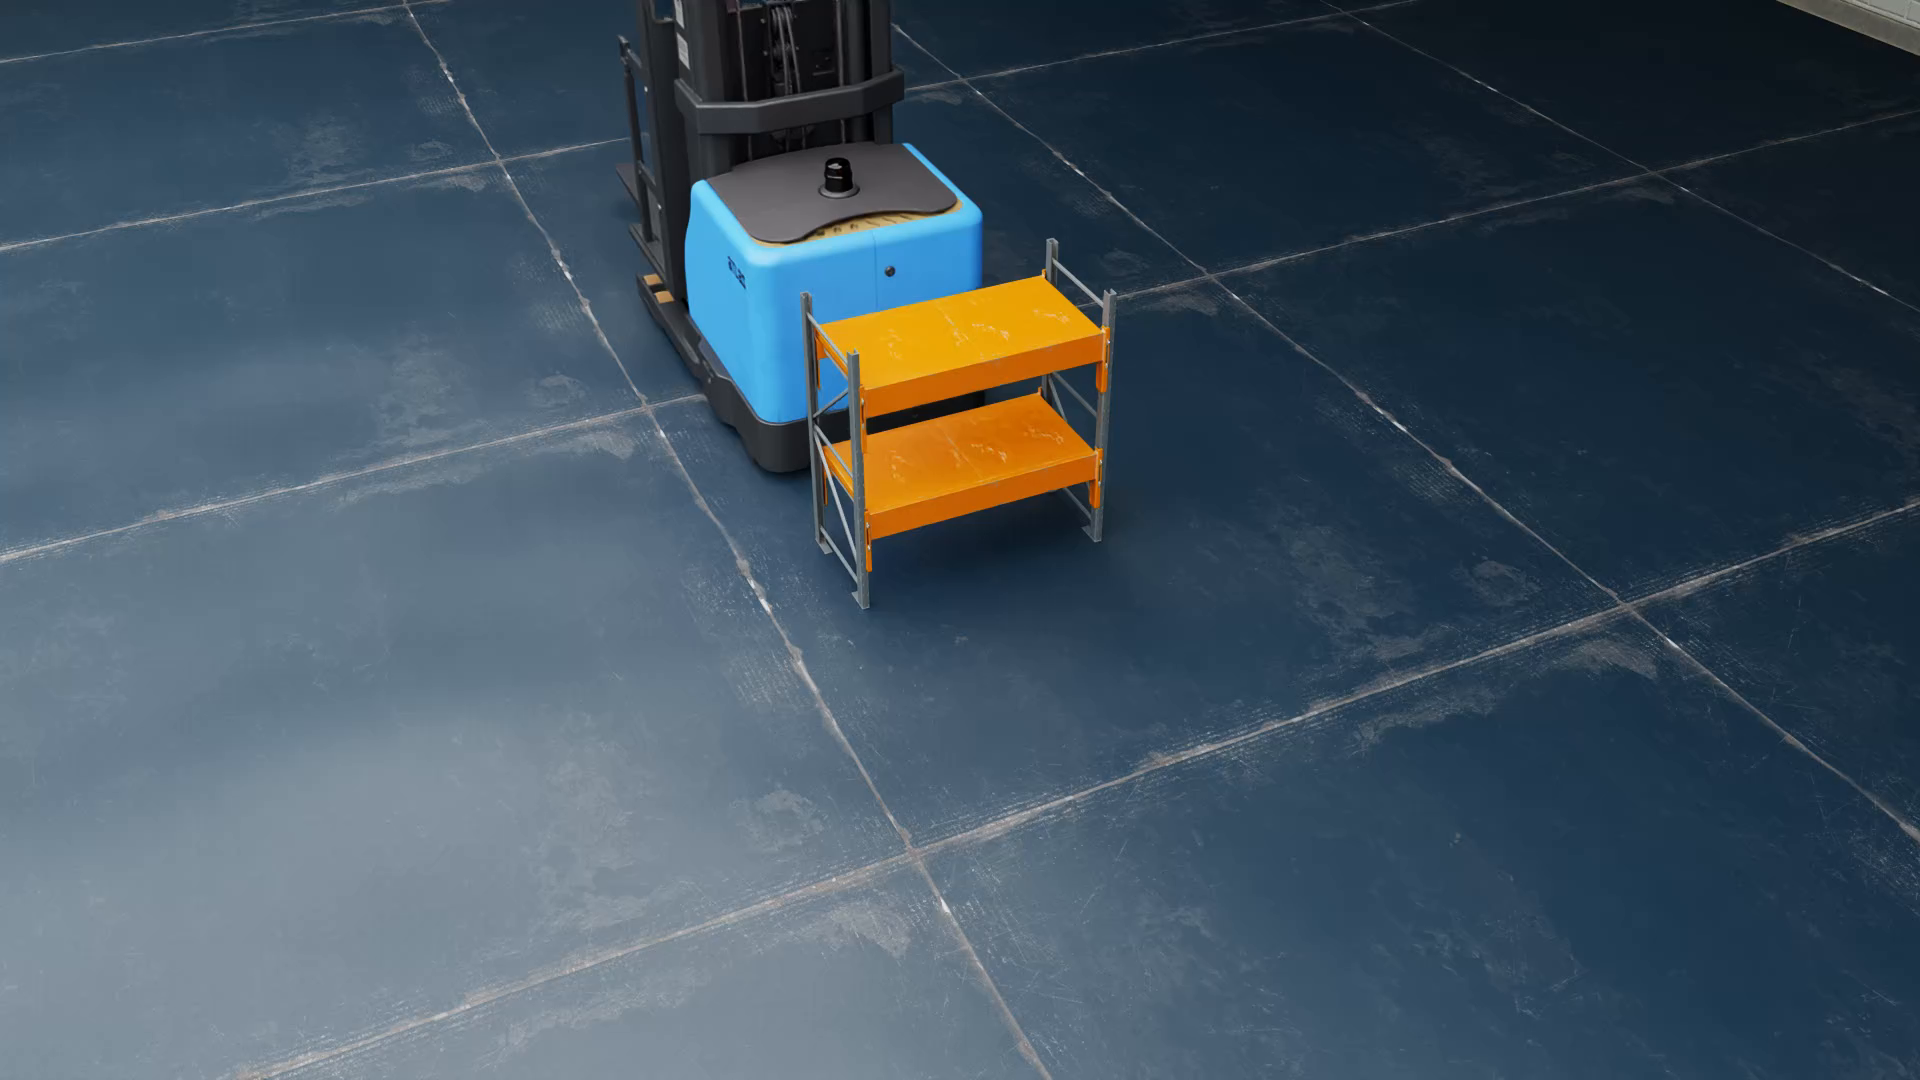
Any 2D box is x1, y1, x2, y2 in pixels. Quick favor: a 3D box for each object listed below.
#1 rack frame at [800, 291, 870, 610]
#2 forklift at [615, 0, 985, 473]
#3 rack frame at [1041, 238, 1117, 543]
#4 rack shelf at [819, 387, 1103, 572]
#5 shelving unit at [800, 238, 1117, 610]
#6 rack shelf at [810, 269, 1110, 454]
[{"bbox_3d":[-0.466,-0.321,6.239,0.032,1.125,0.500,-16,39,-20],"label":"rack frame"},{"bbox_3d":[-0.962,-2.332,7.434,1.130,2.935,3.031,-15,39,-20],"label":"forklift"},{"bbox_3d":[0.454,-0.579,6.586,0.032,1.125,0.500,-16,39,-20],"label":"rack frame"},{"bbox_3d":[-0.006,-0.254,6.558,1.000,0.278,0.538,-16,39,-20],"label":"rack shelf"},{"bbox_3d":[-0.006,-0.450,6.413,1.048,1.125,0.538,-16,39,-20],"label":"shelving unit"},{"bbox_3d":[-0.006,-0.685,6.238,1.000,0.278,0.538,-16,39,-20],"label":"rack shelf"}]
